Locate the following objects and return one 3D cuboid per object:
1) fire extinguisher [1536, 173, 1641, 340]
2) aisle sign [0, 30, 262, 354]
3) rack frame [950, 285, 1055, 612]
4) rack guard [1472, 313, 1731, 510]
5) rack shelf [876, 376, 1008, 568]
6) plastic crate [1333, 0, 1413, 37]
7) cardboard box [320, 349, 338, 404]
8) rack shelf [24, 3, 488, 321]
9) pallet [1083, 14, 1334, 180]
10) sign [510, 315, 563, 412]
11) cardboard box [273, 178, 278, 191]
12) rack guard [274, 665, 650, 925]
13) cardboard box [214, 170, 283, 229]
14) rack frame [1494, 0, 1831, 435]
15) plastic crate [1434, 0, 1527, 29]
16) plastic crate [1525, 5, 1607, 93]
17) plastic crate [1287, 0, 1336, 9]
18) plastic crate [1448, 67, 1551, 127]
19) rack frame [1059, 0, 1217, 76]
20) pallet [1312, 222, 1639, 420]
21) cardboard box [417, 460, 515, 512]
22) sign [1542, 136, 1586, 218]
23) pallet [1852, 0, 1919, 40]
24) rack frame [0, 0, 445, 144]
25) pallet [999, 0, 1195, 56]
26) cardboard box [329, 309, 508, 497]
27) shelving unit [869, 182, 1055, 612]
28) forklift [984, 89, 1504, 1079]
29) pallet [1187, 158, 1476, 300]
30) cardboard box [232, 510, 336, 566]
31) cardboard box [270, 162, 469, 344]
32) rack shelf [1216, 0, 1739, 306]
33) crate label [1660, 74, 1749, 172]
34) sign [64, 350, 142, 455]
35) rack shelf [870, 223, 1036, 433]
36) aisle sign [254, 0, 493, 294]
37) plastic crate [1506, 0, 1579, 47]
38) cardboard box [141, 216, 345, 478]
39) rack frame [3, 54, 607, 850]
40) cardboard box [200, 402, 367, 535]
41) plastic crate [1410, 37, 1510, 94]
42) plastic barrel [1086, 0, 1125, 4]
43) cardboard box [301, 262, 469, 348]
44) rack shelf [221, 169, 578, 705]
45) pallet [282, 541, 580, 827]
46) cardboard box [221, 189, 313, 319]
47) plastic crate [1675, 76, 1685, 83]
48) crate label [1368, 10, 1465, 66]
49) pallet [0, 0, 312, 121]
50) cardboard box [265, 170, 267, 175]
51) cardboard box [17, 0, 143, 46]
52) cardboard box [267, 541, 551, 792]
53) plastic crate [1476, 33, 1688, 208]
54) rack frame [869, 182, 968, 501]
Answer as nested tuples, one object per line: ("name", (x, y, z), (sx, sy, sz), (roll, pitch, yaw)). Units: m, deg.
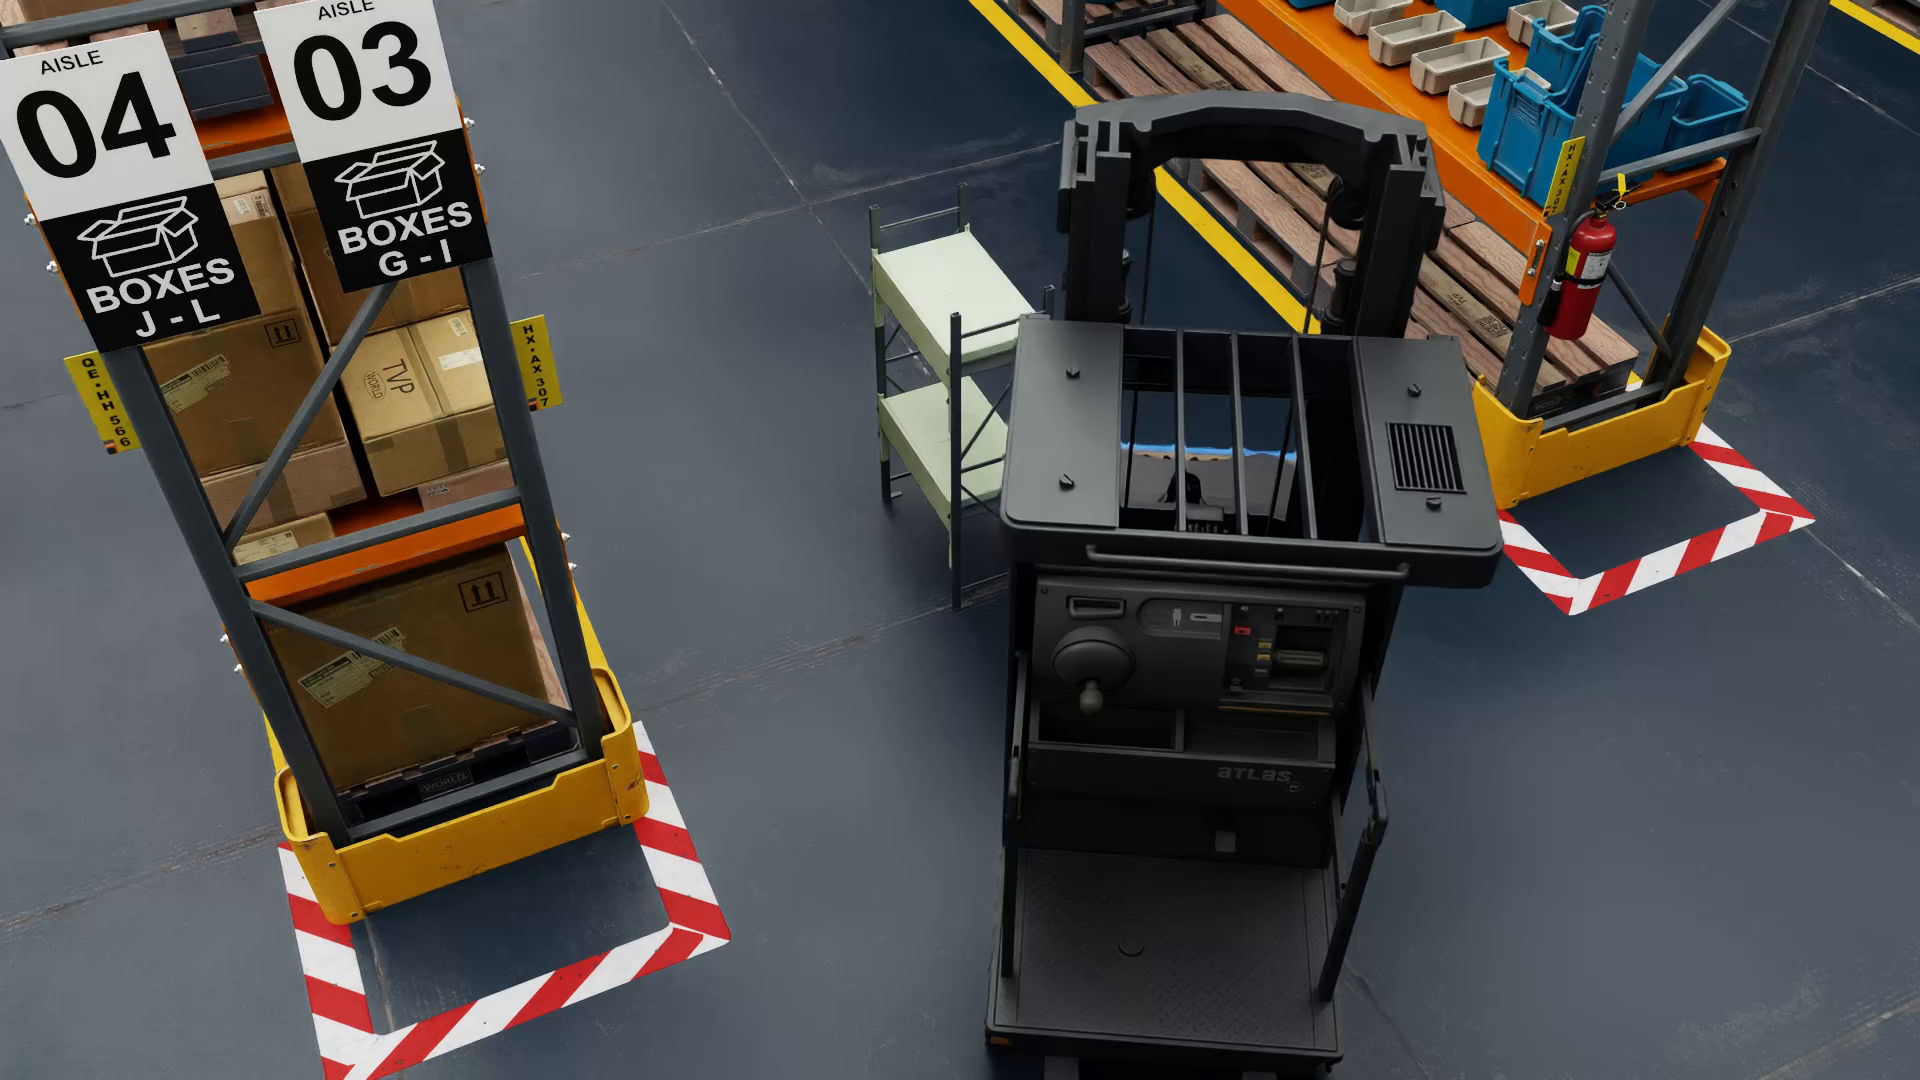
("fire extinguisher", (2.411, -1.086, 6.404), (0.296, 0.674, 0.183), (-18, 47, -17))
("aisle sign", (-1.976, -0.804, 3.947), (0.394, 0.787, 0.004), (-18, 47, -17))
("rack frame", (0.151, -0.305, 6.360), (0.400, 1.500, 0.023), (-18, 47, -17))
("rack guard", (2.781, -0.575, 7.346), (1.175, 0.500, 0.348), (-18, 47, -17))
("rack shelf", (-0.003, -0.306, 6.825), (0.431, 0.370, 0.720), (-18, 47, -17))
("plastic crate", (1.863, -2.412, 7.573), (0.298, 0.136, 0.250), (-18, 47, -17))
("cardboard box", (-2.392, -0.620, 5.506), (0.500, 0.250, 0.500), (-19, 48, -18))
("rack shelf", (-2.575, -2.100, 5.488), (1.077, 0.370, 4.000), (-18, 47, -17))
("pallet", (1.422, -2.575, 9.579), (1.003, 0.211, 1.213), (-18, 47, -17))
("sign", (-1.228, -0.510, 4.827), (0.100, 0.325, 0.005), (-18, 47, -17))
("cardboard box", (-2.125, -1.366, 5.728), (0.500, 0.500, 0.500), (-19, 48, -18))
("rack guard", (-1.724, 0.892, 5.859), (1.175, 0.500, 0.348), (-18, 47, -17))
("cardboard box", (-2.829, -1.275, 6.170), (0.500, 0.250, 0.500), (-18, 47, -17))
("rack frame", (2.759, -1.476, 6.479), (1.000, 3.000, 0.127), (-18, 47, -17))
("plastic crate", (2.401, -2.532, 7.625), (0.416, 0.233, 0.300), (-18, 47, -17))
("plastic crate", (2.678, -2.112, 7.200), (0.416, 0.233, 0.300), (-18, 47, -17))
("plastic crate", (1.663, -2.671, 7.767), (0.416, 0.233, 0.300), (-18, 47, -17))
("plastic crate", (2.252, -1.870, 7.023), (0.396, 0.136, 0.243), (-18, 47, -17))
("rack frame", (1.078, -4.025, 9.063), (1.000, 3.000, 0.127), (-18, 47, -17))
("pallet", (2.448, -1.021, 8.003), (1.003, 0.211, 1.213), (-18, 47, -17))
("cardboard box", (-1.584, -0.248, 5.413), (0.380, 0.149, 0.250), (-18, 47, -17))
("sign", (2.267, -1.361, 6.247), (0.100, 0.325, 0.005), (-18, 47, -17))
("pallet", (6.378, -3.276, 10.289), (1.003, 0.211, 1.213), (-18, 47, -17))
("rack frame", (-1.734, -2.149, 2.890), (1.000, 3.000, 0.127), (-18, 47, -17))
("pallet", (0.791, -3.537, 10.553), (1.003, 0.211, 1.213), (-18, 47, -17))
("cardboard box", (-1.691, -0.452, 5.336), (0.500, 0.250, 0.500), (-19, 48, -18))
("shelving unit", (-0.003, -0.538, 6.596), (0.431, 1.500, 0.755), (-18, 47, -17))
("forklift", (0.662, 0.411, 4.616), (1.130, 2.935, 3.031), (3, 45, 3))
("pallet", (1.939, -1.797, 8.790), (1.003, 0.211, 1.213), (-18, 47, -17))
("cardboard box", (-2.183, -0.054, 5.216), (0.380, 0.149, 0.250), (-17, 47, -17))
("cardboard box", (-1.901, -1.037, 5.395), (0.500, 0.500, 0.500), (-19, 48, -18))
("rack shelf", (1.919, -2.495, 8.024), (1.077, 0.370, 4.000), (-18, 47, -17))
("crate label", (2.954, -1.692, 6.775), (0.416, 0.233, 0.303), (-18, 47, -17))
("sign", (-2.233, -0.359, 4.354), (0.100, 0.325, 0.005), (-18, 47, -17))
("rack shelf", (-0.003, -0.816, 6.322), (0.431, 0.370, 0.720), (-18, 47, -17))
("aisle sign", (-1.432, -0.982, 4.127), (0.394, 0.787, 0.004), (-18, 47, -17))
("plastic crate", (2.609, -2.319, 7.479), (0.250, 0.136, 0.298), (-18, 47, -17))
("cardboard box", (-2.178, -0.566, 4.918), (0.500, 0.500, 0.500), (-17, 47, -17))
("rack frame", (-1.734, -0.013, 4.997), (1.000, 3.000, 0.127), (-18, 47, -17))
("cardboard box", (-2.179, -0.296, 5.179), (0.500, 0.250, 0.500), (-19, 48, -18))
("plastic crate", (2.144, -2.059, 7.215), (0.396, 0.136, 0.243), (-18, 47, -17))
("plastic barrel", (0.864, -3.779, 10.009), (0.600, 0.901, 0.708), (-18, 47, -17))
("cardboard box", (-1.916, -0.781, 5.670), (0.500, 0.250, 0.500), (-19, 48, -18))
("rack shelf", (-2.575, -1.032, 6.541), (1.077, 0.370, 4.000), (-18, 47, -17))
("pallet", (-2.142, 0.493, 6.469), (1.003, 0.211, 1.213), (-18, 47, -17))
("cardboard box", (-2.606, -0.944, 5.835), (0.500, 0.250, 0.500), (-20, 48, -19))
("plastic crate", (2.895, -1.887, 7.041), (0.250, 0.136, 0.298), (-18, 47, -17))
("crate label", (2.004, -2.229, 7.387), (0.396, 0.136, 0.243), (-18, 47, -17))
("pallet", (-2.056, -1.519, 4.450), (1.003, 0.211, 1.213), (-18, 47, -17))
("cardboard box", (-3.029, -1.591, 6.491), (0.500, 0.250, 0.500), (-17, 47, -16))
("cardboard box", (-2.002, -1.617, 4.045), (0.700, 0.500, 0.500), (-21, 48, -20))
("cardboard box", (-2.076, 0.209, 5.985), (0.875, 0.875, 0.875), (-18, 47, -17))
("plastic crate", (2.449, -1.668, 6.606), (0.616, 0.435, 0.499), (-18, 47, -17))
("rack frame", (-0.157, -0.771, 6.833), (0.400, 1.500, 0.023), (-18, 47, -17))
